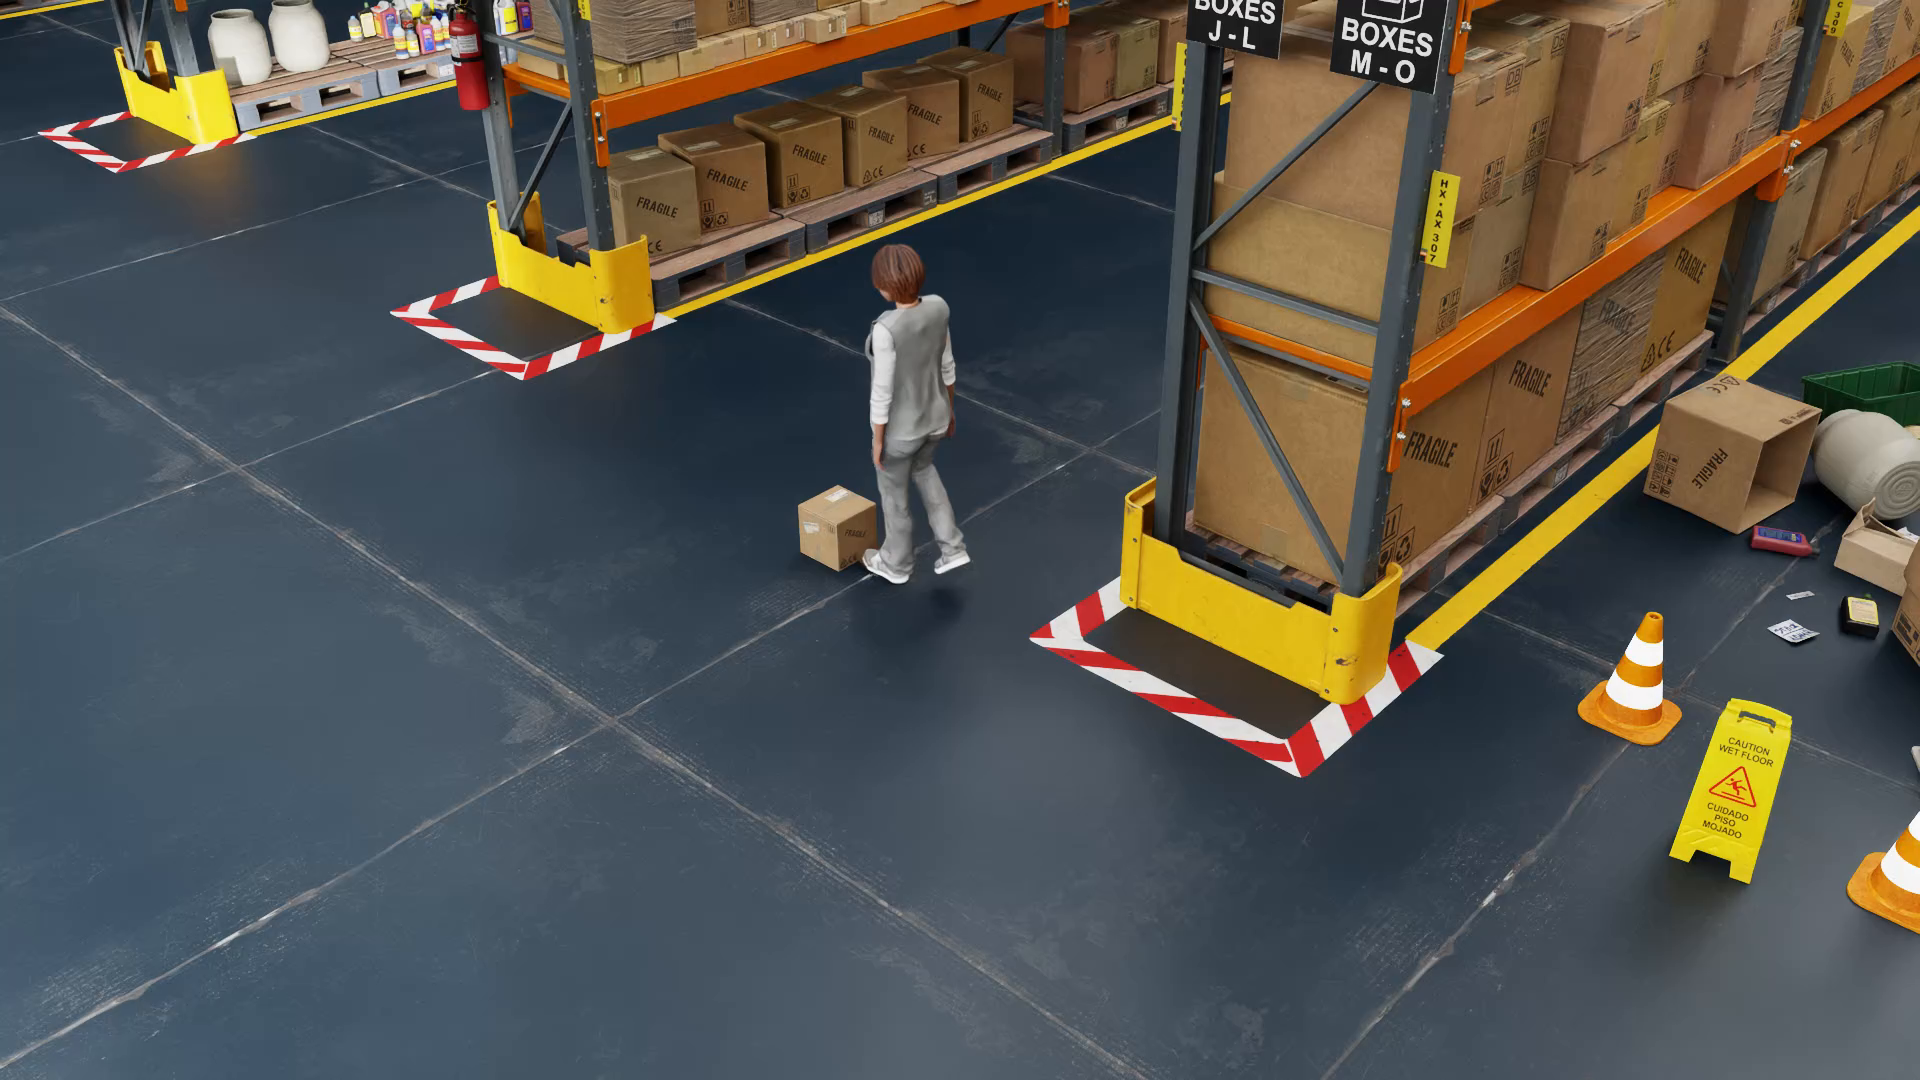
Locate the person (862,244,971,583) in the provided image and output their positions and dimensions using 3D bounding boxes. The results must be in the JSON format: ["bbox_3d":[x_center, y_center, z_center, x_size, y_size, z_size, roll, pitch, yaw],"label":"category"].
[{"bbox_3d":[-0.238,-0.492,6.893,0.442,1.585,0.518,-25,40,-35],"label":"person"}]
